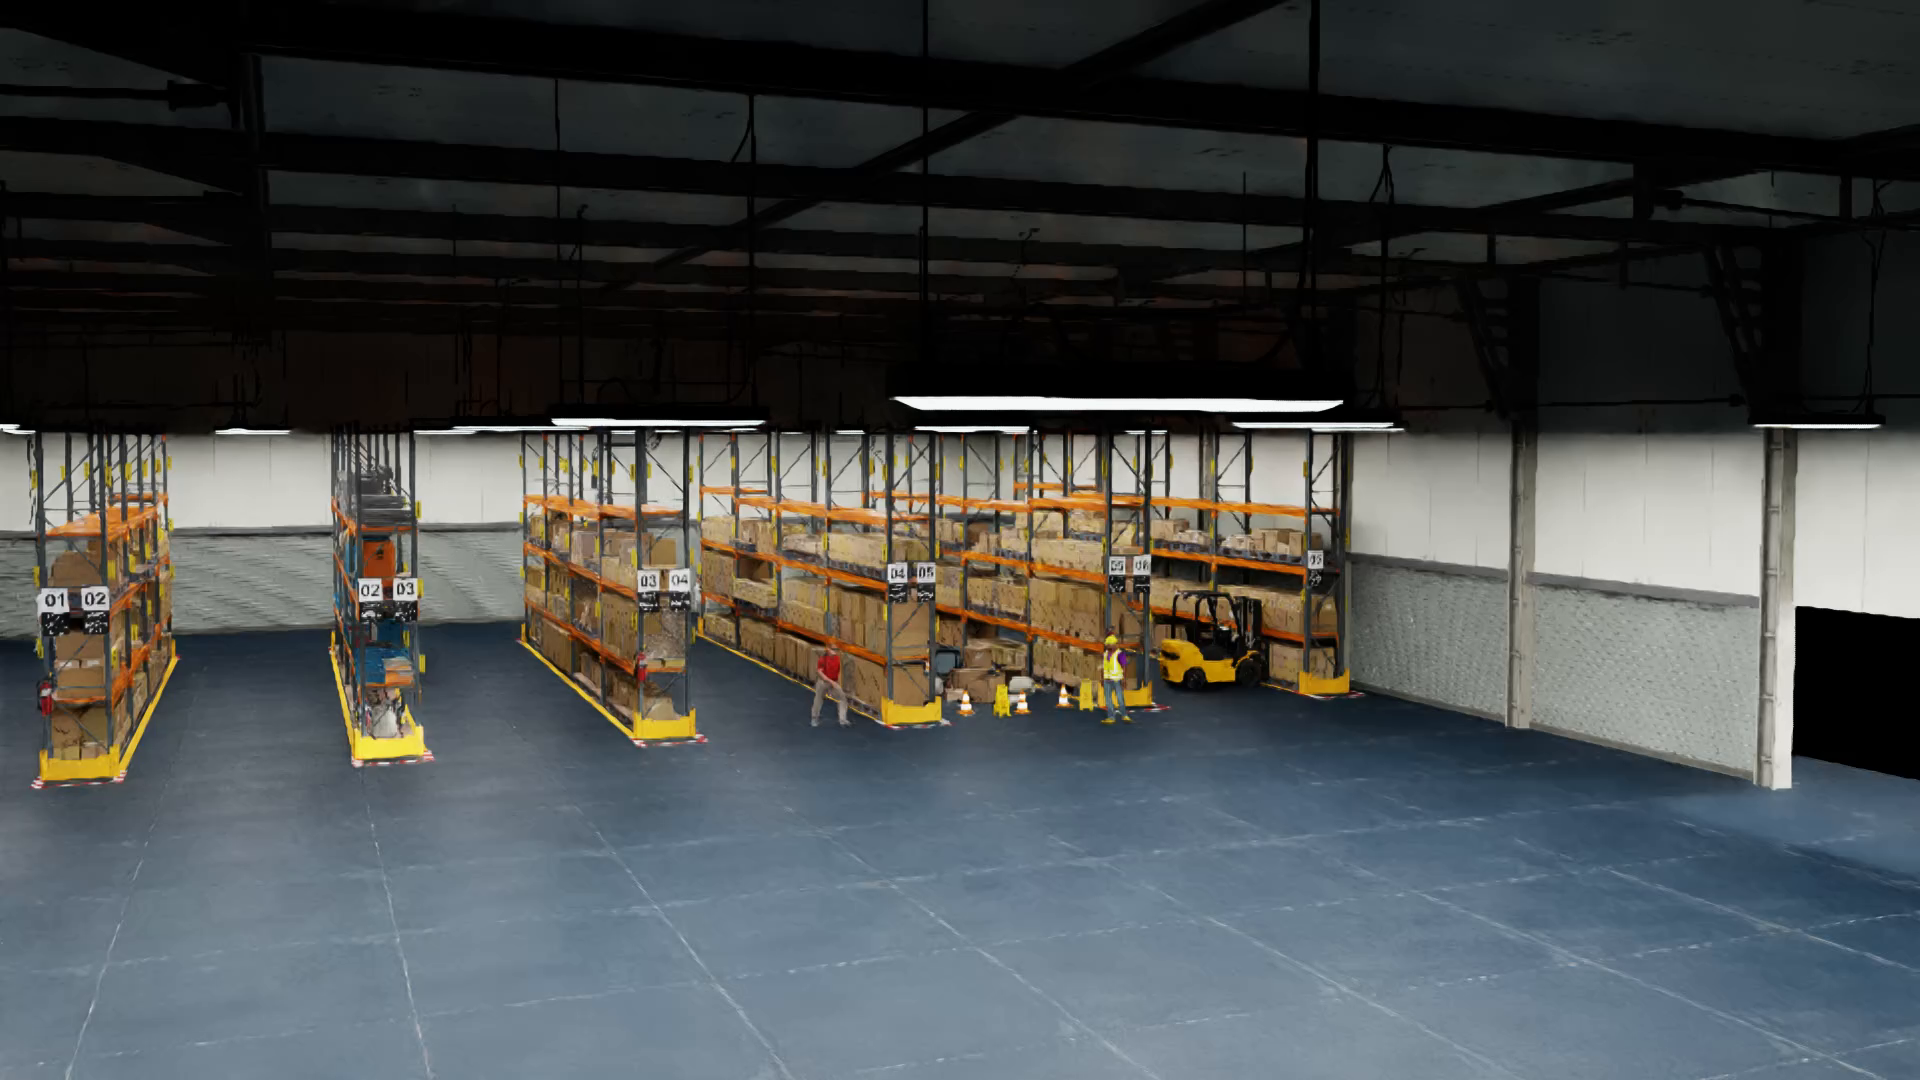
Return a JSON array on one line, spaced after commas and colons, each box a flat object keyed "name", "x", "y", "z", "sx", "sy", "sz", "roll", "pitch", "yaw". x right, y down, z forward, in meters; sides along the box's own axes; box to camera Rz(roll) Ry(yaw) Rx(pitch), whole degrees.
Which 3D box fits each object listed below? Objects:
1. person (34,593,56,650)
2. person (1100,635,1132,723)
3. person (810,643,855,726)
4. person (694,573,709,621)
[{"name": "person", "x": -24.406, "y": 2.040, "z": 44.537, "sx": 0.614, "sy": 1.771, "sz": 0.781, "roll": 1, "pitch": 4, "yaw": 18}, {"name": "person", "x": 3.098, "y": 2.776, "z": 33.255, "sx": 0.658, "sy": 1.759, "sz": 0.540, "roll": 3, "pitch": 5, "yaw": 40}, {"name": "person", "x": -2.566, "y": 2.839, "z": 32.719, "sx": 0.702, "sy": 1.669, "sz": 0.808, "roll": -3, "pitch": 5, "yaw": -42}, {"name": "person", "x": -7.626, "y": 1.809, "z": 49.145, "sx": 0.577, "sy": 1.670, "sz": 0.390, "roll": 3, "pitch": 4, "yaw": 37}]
